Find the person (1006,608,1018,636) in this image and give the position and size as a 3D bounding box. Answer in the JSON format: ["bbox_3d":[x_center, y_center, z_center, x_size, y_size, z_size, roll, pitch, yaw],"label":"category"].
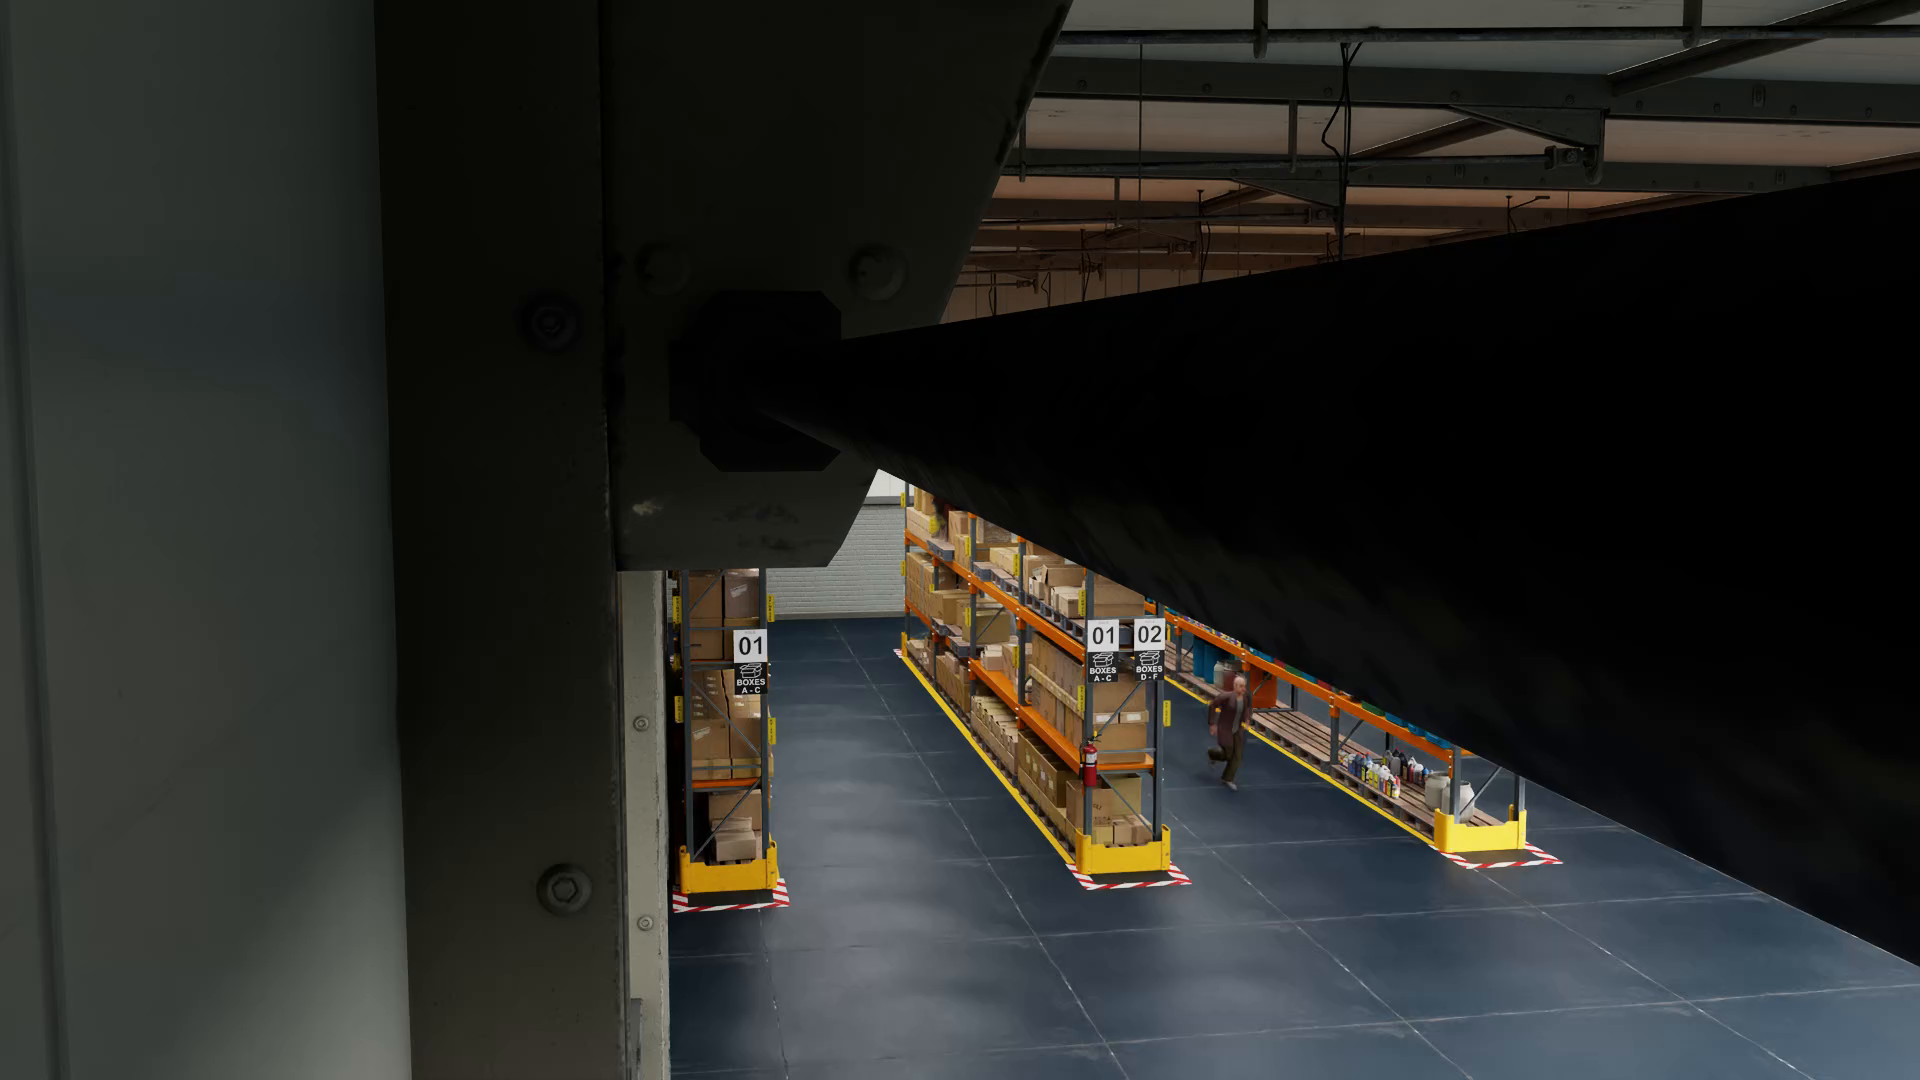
[{"bbox_3d":[0.995,1.695,36.982,0.621,1.656,0.611,5,8,40],"label":"person"}]

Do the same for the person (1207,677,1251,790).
[{"bbox_3d":[4.051,2.888,25.228,0.707,1.719,0.820,-4,7,-32],"label":"person"}]
